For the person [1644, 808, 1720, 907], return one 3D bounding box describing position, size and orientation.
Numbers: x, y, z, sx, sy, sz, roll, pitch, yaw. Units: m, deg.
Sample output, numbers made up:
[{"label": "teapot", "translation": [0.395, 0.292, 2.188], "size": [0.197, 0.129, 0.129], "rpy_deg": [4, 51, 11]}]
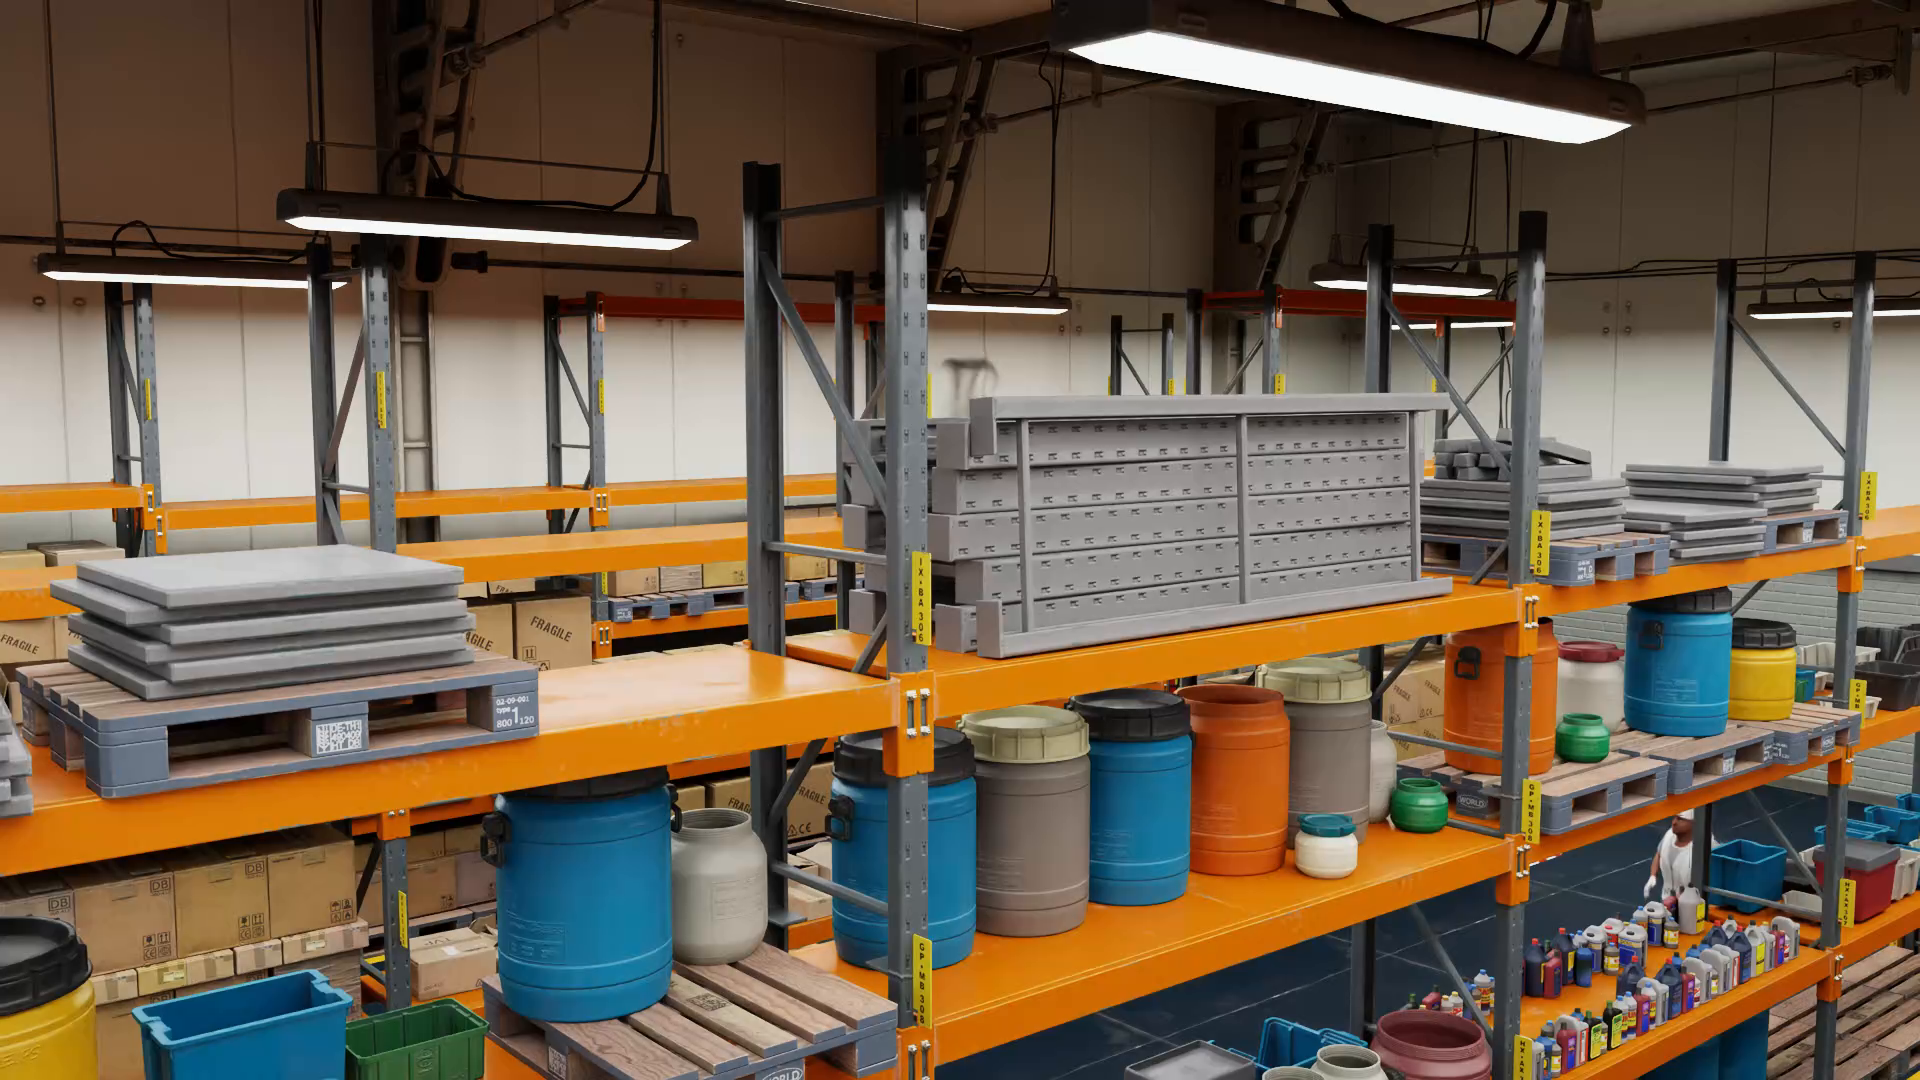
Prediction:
[{"label": "person", "translation": [5.926, 2.999, 13.678], "size": [0.745, 1.775, 0.904], "rpy_deg": [-2, 6, -24]}]
